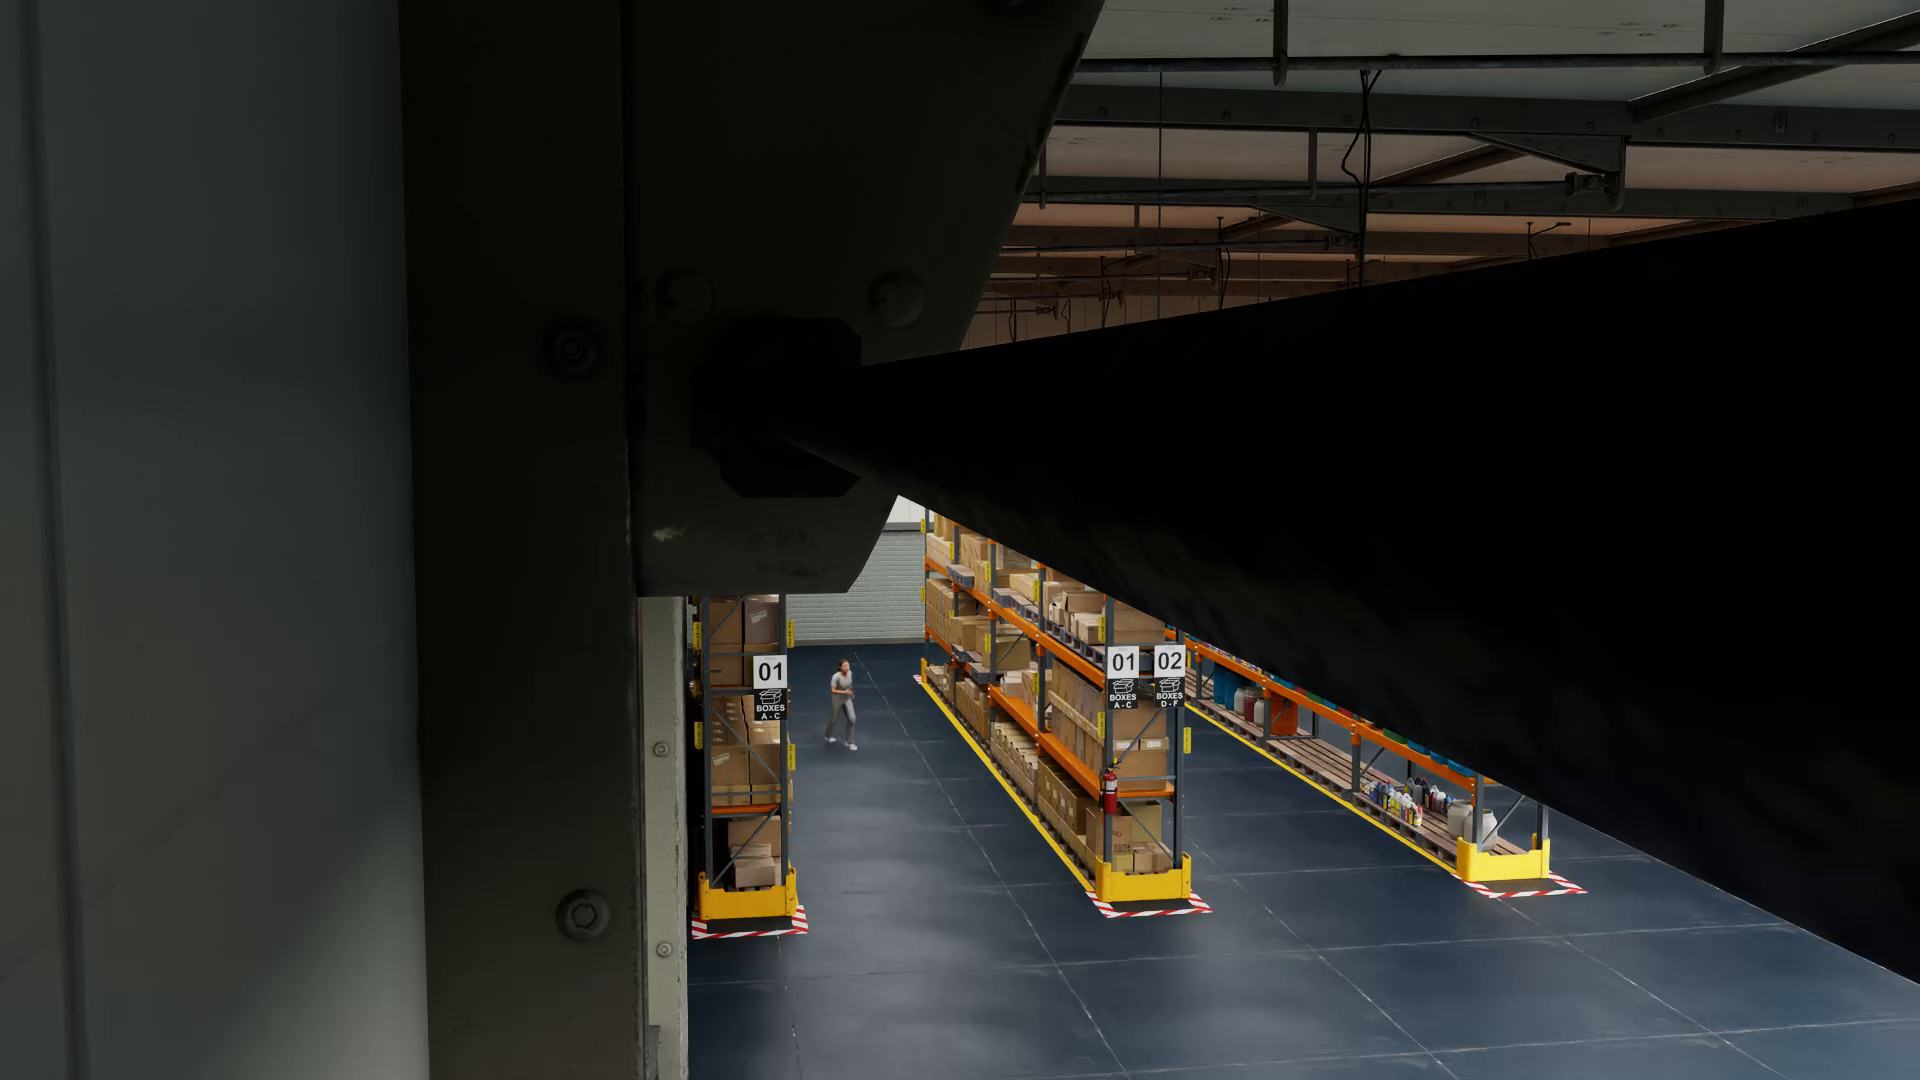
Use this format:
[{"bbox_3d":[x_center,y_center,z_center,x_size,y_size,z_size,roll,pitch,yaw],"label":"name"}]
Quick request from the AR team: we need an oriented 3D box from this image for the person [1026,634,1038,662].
[{"bbox_3d":[1.598,2.301,36.212,0.638,1.713,0.679,-1,5,-12],"label":"person"}]

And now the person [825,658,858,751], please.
[{"bbox_3d":[-2.126,2.906,29.690,0.564,1.644,0.955,-3,6,-32],"label":"person"}]
